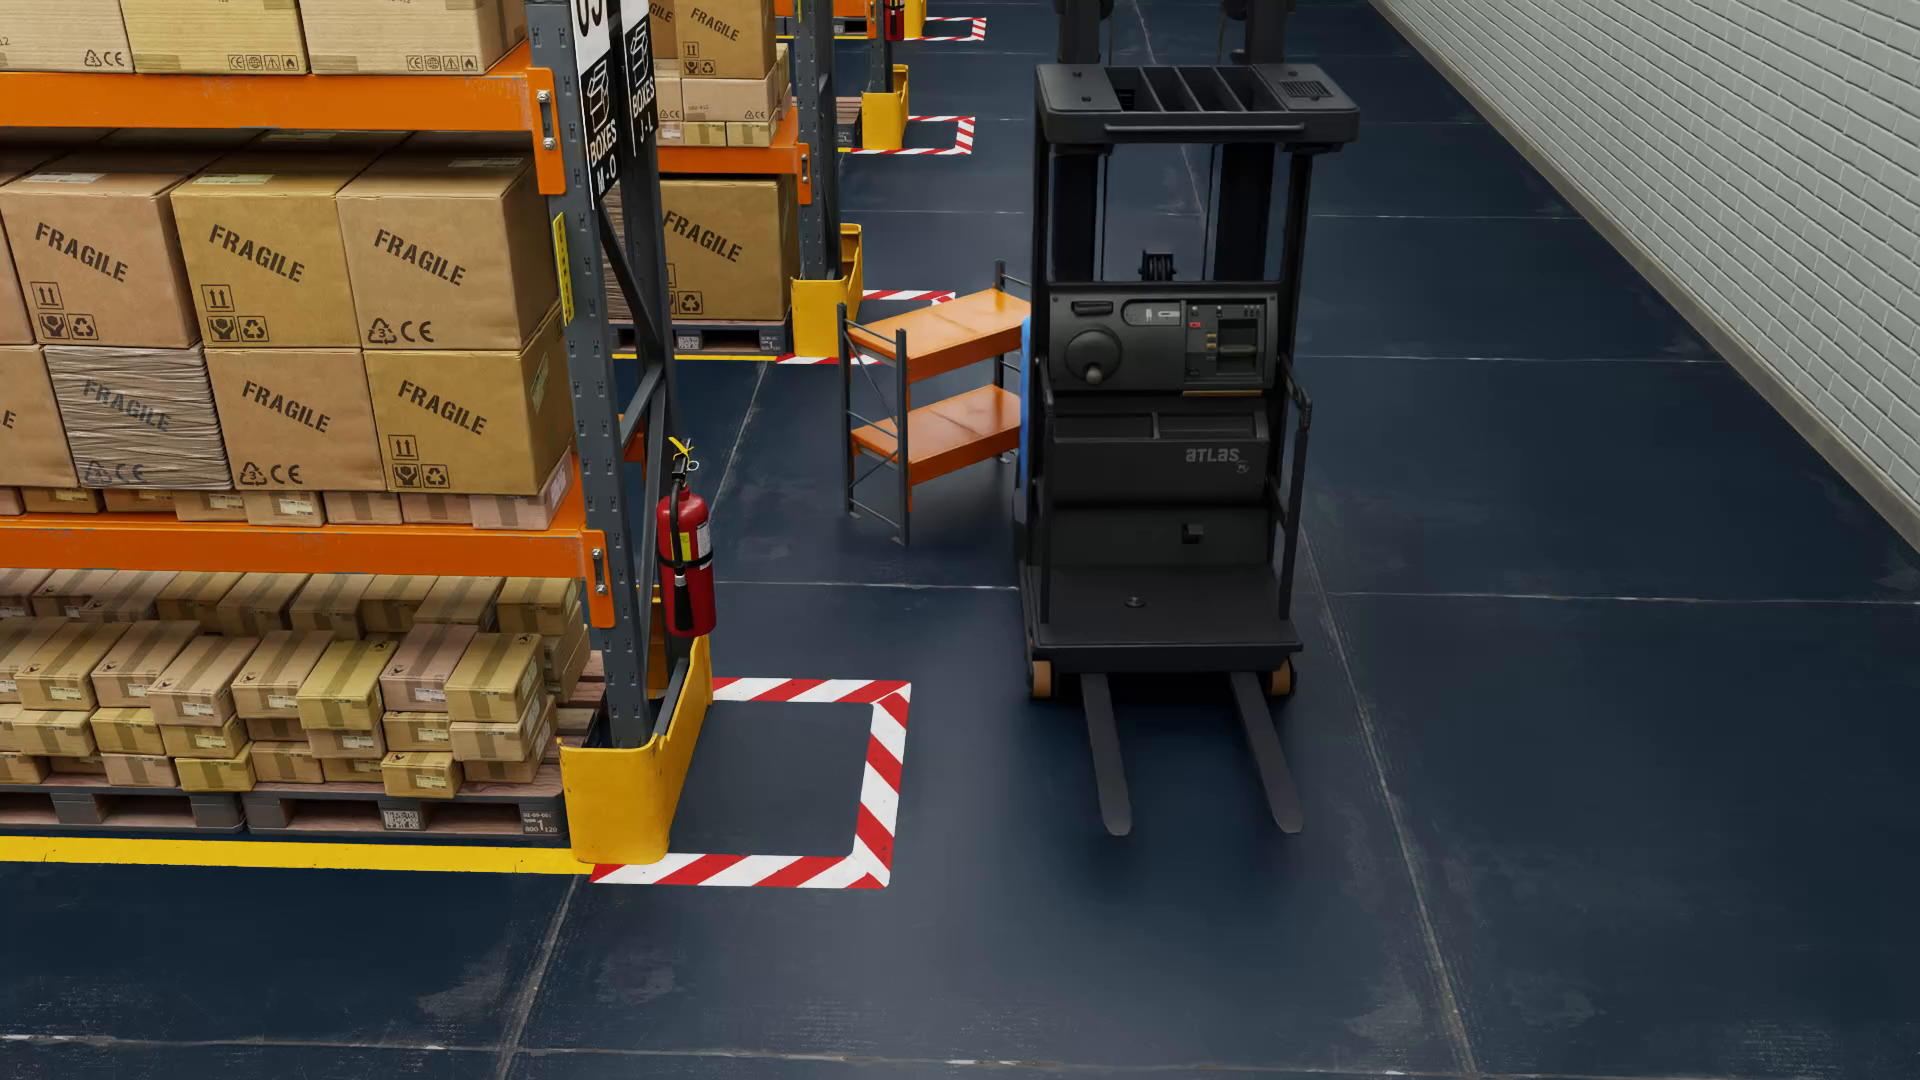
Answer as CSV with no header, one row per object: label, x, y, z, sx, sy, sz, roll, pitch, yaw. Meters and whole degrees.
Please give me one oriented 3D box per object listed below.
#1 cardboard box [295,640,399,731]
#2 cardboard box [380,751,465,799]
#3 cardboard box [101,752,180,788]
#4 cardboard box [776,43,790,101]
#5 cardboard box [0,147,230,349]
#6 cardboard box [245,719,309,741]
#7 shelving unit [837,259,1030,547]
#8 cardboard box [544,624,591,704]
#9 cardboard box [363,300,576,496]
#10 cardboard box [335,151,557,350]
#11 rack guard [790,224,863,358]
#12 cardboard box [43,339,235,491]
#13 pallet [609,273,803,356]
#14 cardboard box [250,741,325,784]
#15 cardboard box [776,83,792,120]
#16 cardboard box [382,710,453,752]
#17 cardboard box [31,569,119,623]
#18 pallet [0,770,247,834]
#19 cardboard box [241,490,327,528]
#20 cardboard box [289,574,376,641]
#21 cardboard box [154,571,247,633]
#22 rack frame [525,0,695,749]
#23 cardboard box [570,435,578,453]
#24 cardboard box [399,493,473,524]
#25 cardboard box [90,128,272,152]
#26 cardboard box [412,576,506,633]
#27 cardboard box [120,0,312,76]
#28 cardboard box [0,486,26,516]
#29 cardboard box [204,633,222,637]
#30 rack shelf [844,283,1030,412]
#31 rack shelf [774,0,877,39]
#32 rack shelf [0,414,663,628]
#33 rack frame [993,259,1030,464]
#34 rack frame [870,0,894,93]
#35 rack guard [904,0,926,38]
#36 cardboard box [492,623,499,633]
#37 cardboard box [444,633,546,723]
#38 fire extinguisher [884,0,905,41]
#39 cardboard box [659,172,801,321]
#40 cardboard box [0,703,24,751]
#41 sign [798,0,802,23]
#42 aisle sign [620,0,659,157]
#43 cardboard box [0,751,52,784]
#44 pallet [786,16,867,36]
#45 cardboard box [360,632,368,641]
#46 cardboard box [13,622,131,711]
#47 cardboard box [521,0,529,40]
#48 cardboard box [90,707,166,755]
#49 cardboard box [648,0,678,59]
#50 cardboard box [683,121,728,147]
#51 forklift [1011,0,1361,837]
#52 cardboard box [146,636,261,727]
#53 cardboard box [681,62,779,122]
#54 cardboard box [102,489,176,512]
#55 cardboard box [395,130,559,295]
cardboard box,-2.203,0.523,6.021,0.250,0.149,0.380,0,28,1
cardboard box,-1.947,0.784,6.164,0.250,0.149,0.380,2,28,3
cardboard box,-2.985,0.753,6.223,0.250,0.149,0.380,1,28,3
cardboard box,-1.347,-2.941,10.439,0.500,0.250,0.500,0,28,0
cardboard box,-2.645,-0.943,5.335,0.500,0.500,0.500,2,28,4
cardboard box,-2.475,0.585,6.221,0.250,0.149,0.380,1,28,1
shelving unit,-0.033,-0.710,8.388,1.048,1.125,0.538,-22,35,-35
cardboard box,-1.665,0.494,6.712,0.250,0.149,0.380,2,28,3
cardboard box,-1.611,-0.485,5.537,0.500,0.500,0.500,2,28,3
cardboard box,-1.619,-0.930,5.311,0.500,0.500,0.500,0,28,1
rack guard,-0.853,-1.637,10.804,0.348,0.500,1.175,1,28,2
cardboard box,-2.633,-0.499,5.565,0.500,0.500,0.500,1,28,2
pallet,-1.679,-1.486,10.829,1.213,0.211,1.003,1,28,2
cardboard box,-2.455,0.742,6.244,0.250,0.149,0.380,1,28,2
cardboard box,-1.220,-2.791,10.581,0.250,0.149,0.380,1,28,2
cardboard box,-1.950,0.616,6.163,0.250,0.149,0.380,0,28,1
cardboard box,-3.480,0.194,6.641,0.250,0.149,0.380,0,28,0
pallet,-3.256,0.757,6.596,1.213,0.211,1.003,1,28,2
cardboard box,-2.243,-0.196,5.686,0.250,0.149,0.380,2,28,3
cardboard box,-2.442,0.244,6.548,0.250,0.149,0.380,0,28,-1
cardboard box,-2.981,0.209,6.613,0.250,0.149,0.380,1,28,3
rack frame,-1.153,-0.422,5.843,0.127,3.000,1.000,1,28,2
cardboard box,-1.465,-0.470,6.202,0.250,0.149,0.380,1,28,1
cardboard box,-1.736,-0.206,5.704,0.250,0.149,0.380,1,28,2
cardboard box,-2.616,-1.195,5.810,0.500,0.500,0.500,0,28,1
cardboard box,-1.944,0.273,6.492,0.250,0.149,0.380,1,28,3
cardboard box,-2.127,-1.570,4.966,0.500,0.250,0.500,1,28,2
cardboard box,-3.292,-0.237,5.764,0.250,0.149,0.380,2,28,4
cardboard box,-2.980,0.398,6.574,0.250,0.149,0.380,2,28,4
rack shelf,-0.033,-0.969,8.251,1.000,0.278,0.538,-22,35,-35
rack shelf,-2.701,-4.775,14.824,4.000,0.370,1.077,1,28,2
rack shelf,-3.152,-0.137,6.074,4.000,0.370,1.077,1,28,2
rack frame,0.355,-0.864,8.679,0.032,1.125,0.500,-22,35,-35
rack frame,-0.702,-5.060,14.593,0.127,3.000,1.000,1,28,2
rack guard,-0.599,-6.276,19.555,0.348,0.500,1.175,1,28,2
cardboard box,-1.939,0.361,6.644,0.250,0.149,0.380,1,28,2
cardboard box,-1.691,0.499,6.066,0.250,0.149,0.380,1,28,2
fire extinguisher,-0.567,-4.646,14.293,0.183,0.674,0.296,1,28,2
cardboard box,-1.519,-1.962,10.568,0.875,0.875,0.875,1,28,2
cardboard box,-3.505,0.615,6.165,0.250,0.149,0.380,1,28,1
sign,-0.910,-3.104,9.414,0.005,0.325,0.100,1,28,2
aisle sign,-1.069,-1.710,5.497,0.004,0.787,0.394,1,28,2
cardboard box,-3.500,0.745,6.238,0.250,0.149,0.380,0,28,0
pallet,-1.396,-6.161,19.646,1.213,0.211,1.003,1,28,2
cardboard box,-2.439,0.343,6.678,0.250,0.149,0.380,2,28,3
cardboard box,-3.253,0.464,6.133,0.250,0.149,0.380,1,28,2
cardboard box,-1.593,-1.808,5.416,0.500,0.250,0.500,2,28,4
cardboard box,-2.983,0.622,6.151,0.250,0.149,0.380,2,28,4
cardboard box,-1.847,-3.281,10.279,0.500,0.500,0.500,0,28,1
cardboard box,-1.504,-2.486,10.006,0.250,0.149,0.380,1,28,2
forklift,0.834,-0.776,6.585,1.130,2.935,3.031,-1,28,-1
cardboard box,-2.730,0.511,6.044,0.250,0.149,0.380,2,28,4
cardboard box,-1.371,-2.691,9.966,0.500,0.250,0.500,1,28,1
cardboard box,-2.773,-0.247,5.781,0.250,0.149,0.380,0,28,0
cardboard box,-1.592,-1.171,5.764,0.500,0.500,0.500,1,28,1
